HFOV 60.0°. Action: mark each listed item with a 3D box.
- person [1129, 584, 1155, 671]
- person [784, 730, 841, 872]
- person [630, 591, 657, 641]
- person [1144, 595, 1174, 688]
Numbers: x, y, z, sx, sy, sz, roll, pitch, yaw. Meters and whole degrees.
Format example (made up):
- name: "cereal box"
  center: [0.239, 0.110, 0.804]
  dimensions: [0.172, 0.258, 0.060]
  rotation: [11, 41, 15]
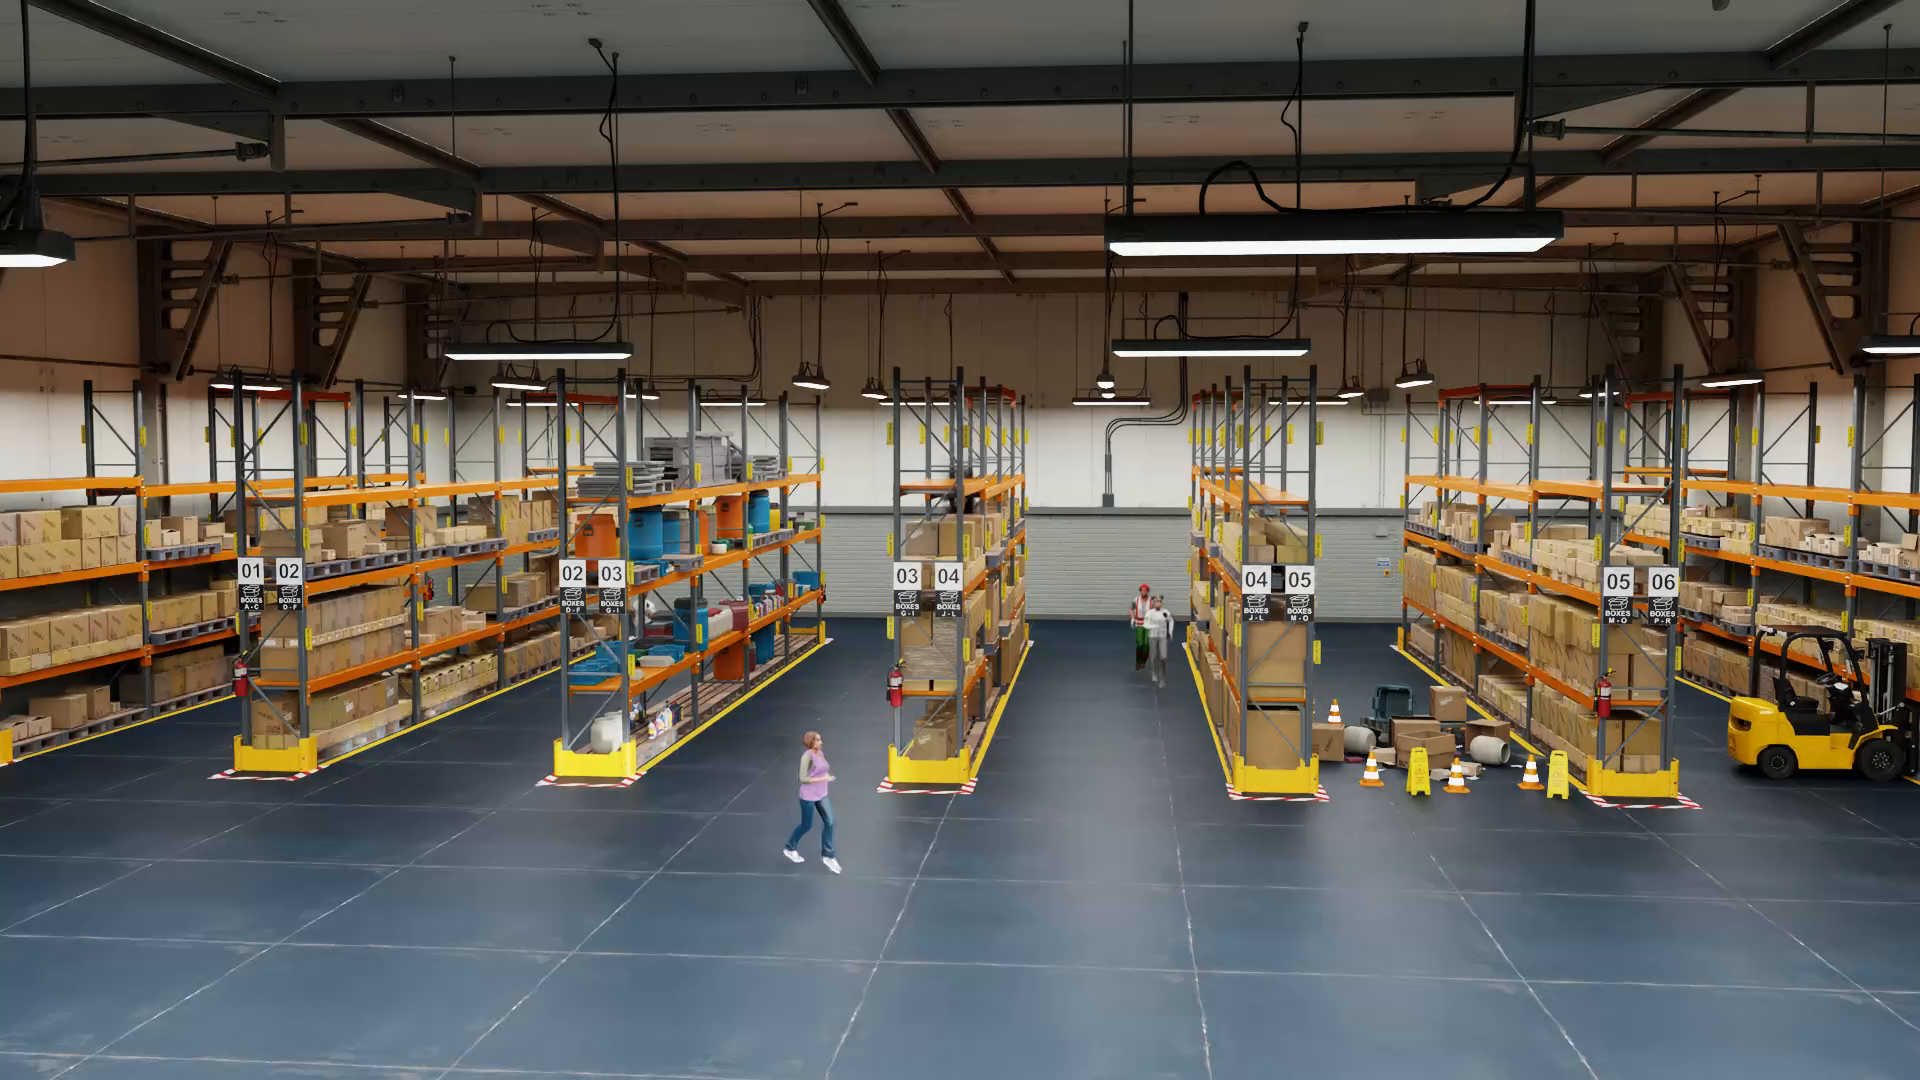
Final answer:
- name: "person"
  center: [3.742, 1.782, 33.700]
  dimensions: [0.625, 1.782, 0.600]
  rotation: [0, 4, 6]
- name: "person"
  center: [-1.722, 3.007, 19.209]
  dimensions: [0.751, 1.645, 0.522]
  rotation: [2, 4, 32]
- name: "person"
  center: [-6.954, 1.886, 36.514]
  dimensions: [0.586, 1.672, 0.886]
  rotation: [0, 4, -6]
- name: "person"
  center: [3.781, 1.920, 31.621]
  dimensions: [0.579, 1.774, 0.684]
  rotation: [0, 4, 5]
